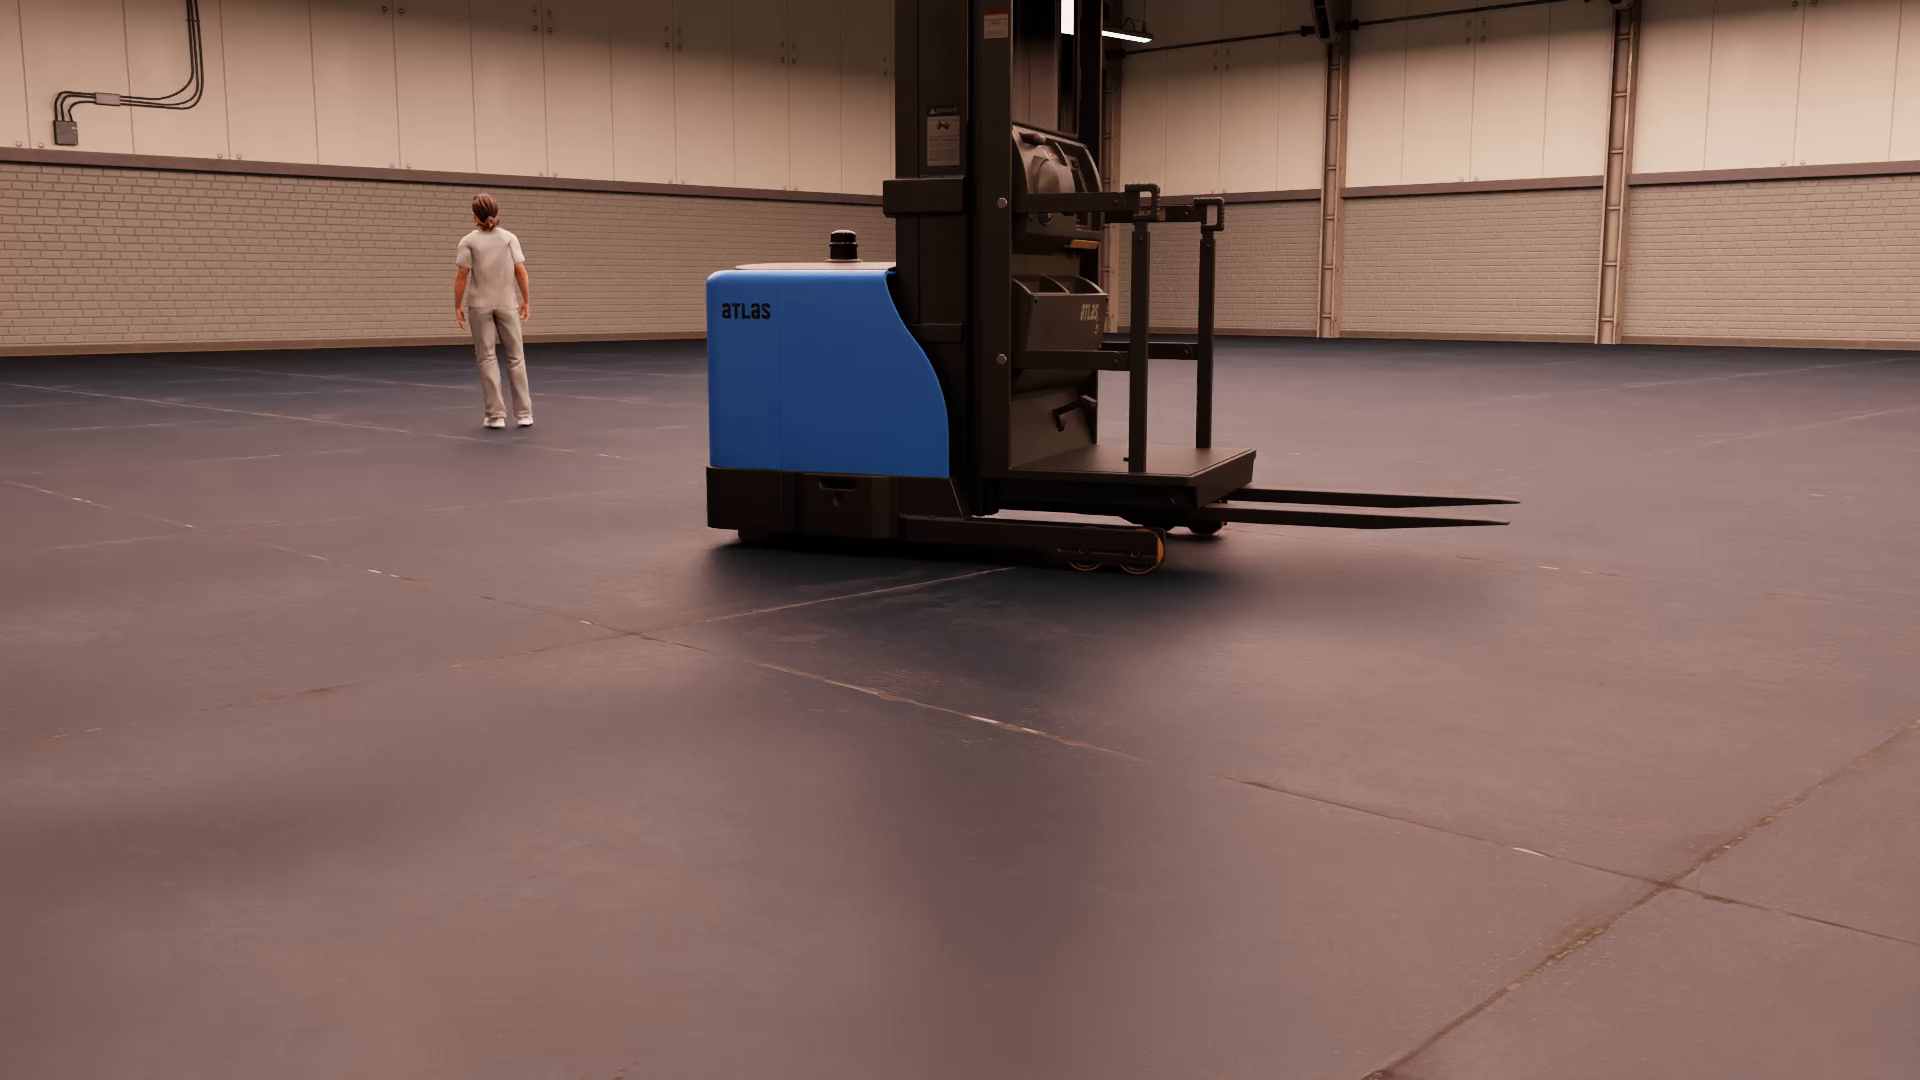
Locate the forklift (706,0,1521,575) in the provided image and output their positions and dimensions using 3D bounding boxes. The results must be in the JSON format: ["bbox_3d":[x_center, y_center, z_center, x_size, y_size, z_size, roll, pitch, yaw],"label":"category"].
[{"bbox_3d":[0.565,-1.416,6.275,3.031,2.935,1.130,3,9,22],"label":"forklift"}]

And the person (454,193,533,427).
[{"bbox_3d":[-3.382,-1.653,12.053,0.549,1.663,0.548,-3,9,-21],"label":"person"}]
